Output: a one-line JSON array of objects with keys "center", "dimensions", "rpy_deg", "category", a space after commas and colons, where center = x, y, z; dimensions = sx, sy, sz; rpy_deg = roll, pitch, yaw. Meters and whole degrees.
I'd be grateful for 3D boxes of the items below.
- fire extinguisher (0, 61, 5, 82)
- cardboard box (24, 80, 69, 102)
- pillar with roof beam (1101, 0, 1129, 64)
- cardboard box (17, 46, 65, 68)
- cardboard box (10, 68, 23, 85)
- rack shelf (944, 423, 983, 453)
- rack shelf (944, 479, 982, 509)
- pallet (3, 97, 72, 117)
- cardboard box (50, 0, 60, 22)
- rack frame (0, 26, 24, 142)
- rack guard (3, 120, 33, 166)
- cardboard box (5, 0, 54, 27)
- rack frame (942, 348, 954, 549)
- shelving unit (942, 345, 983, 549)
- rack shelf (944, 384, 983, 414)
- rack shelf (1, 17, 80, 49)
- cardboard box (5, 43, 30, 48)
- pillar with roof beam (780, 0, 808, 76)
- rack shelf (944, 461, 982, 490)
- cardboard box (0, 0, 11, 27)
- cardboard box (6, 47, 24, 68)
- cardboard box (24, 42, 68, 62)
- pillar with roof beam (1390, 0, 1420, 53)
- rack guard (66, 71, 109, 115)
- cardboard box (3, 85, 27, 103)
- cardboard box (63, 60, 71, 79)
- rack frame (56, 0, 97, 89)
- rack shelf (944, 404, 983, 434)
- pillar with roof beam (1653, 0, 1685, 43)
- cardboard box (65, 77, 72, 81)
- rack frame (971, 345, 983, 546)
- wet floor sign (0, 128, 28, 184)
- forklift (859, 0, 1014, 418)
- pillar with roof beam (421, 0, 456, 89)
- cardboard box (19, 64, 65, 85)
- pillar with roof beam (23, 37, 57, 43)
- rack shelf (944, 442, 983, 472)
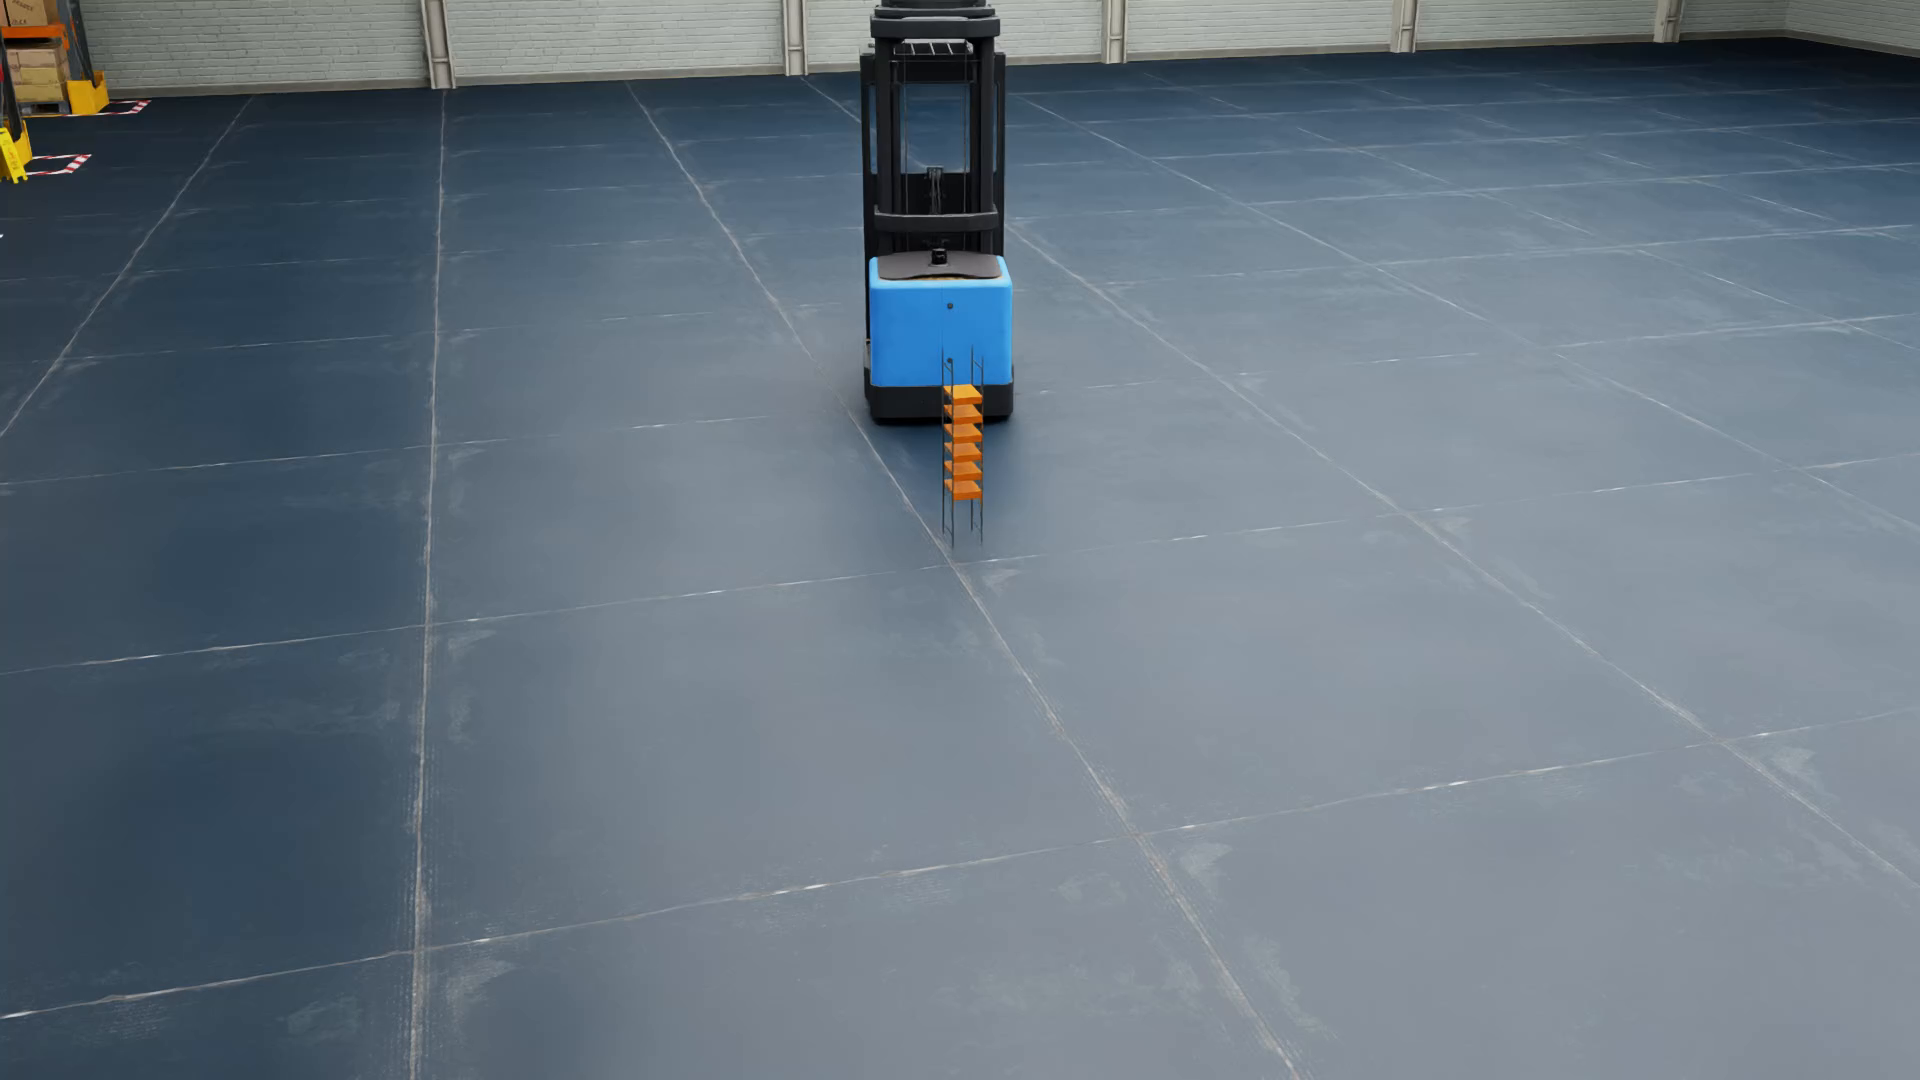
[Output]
[{"center": [-11.980, -6.013, 20.557], "dimensions": [0.183, 0.674, 0.296], "rpy_deg": [-6, 24, -14], "category": "fire extinguisher"}, {"center": [-13.926, -6.855, 25.376], "dimensions": [0.500, 0.250, 0.500], "rpy_deg": [-6, 24, -14], "category": "cardboard box"}, {"center": [4.021, -11.403, 25.413], "dimensions": [0.400, 9.000, 9.100], "rpy_deg": [-6, 24, -14], "category": "pillar with roof beam"}, {"center": [-13.918, -7.317, 25.185], "dimensions": [0.500, 0.250, 0.500], "rpy_deg": [-5, 24, -13], "category": "cardboard box"}, {"center": [-14.429, -7.035, 25.161], "dimensions": [0.500, 0.250, 0.500], "rpy_deg": [-7, 24, -15], "category": "cardboard box"}, {"center": [0.014, -0.622, 9.987], "dimensions": [0.180, 0.103, 0.258], "rpy_deg": [-6, 24, -14], "category": "rack shelf"}, {"center": [0.014, -0.292, 10.129], "dimensions": [0.180, 0.103, 0.258], "rpy_deg": [-6, 24, -14], "category": "rack shelf"}, {"center": [-14.284, -6.717, 25.635], "dimensions": [1.213, 0.211, 1.003], "rpy_deg": [-6, 24, -14], "category": "pallet"}, {"center": [-14.111, -8.194, 25.416], "dimensions": [0.500, 0.500, 0.500], "rpy_deg": [-6, 24, -13], "category": "cardboard box"}, {"center": [-12.215, -6.211, 20.922], "dimensions": [0.127, 3.000, 1.000], "rpy_deg": [-6, 24, -14], "category": "rack frame"}, {"center": [-12.288, -5.054, 21.396], "dimensions": [0.348, 0.500, 1.175], "rpy_deg": [-6, 24, -14], "category": "rack guard"}, {"center": [-13.962, -7.989, 24.938], "dimensions": [0.500, 0.500, 0.500], "rpy_deg": [-7, 24, -16], "category": "cardboard box"}, {"center": [-0.074, -0.543, 9.994], "dimensions": [0.006, 1.200, 0.240], "rpy_deg": [-6, 24, -14], "category": "rack frame"}, {"center": [0.014, -0.553, 10.017], "dimensions": [0.189, 1.200, 0.258], "rpy_deg": [-6, 24, -14], "category": "shelving unit"}, {"center": [0.014, -0.843, 9.893], "dimensions": [0.180, 0.103, 0.258], "rpy_deg": [-6, 24, -14], "category": "rack shelf"}, {"center": [-15.485, -7.552, 24.958], "dimensions": [4.000, 0.370, 1.077], "rpy_deg": [-6, 24, -14], "category": "rack shelf"}, {"center": [-14.553, -7.450, 25.496], "dimensions": [0.500, 0.250, 0.500], "rpy_deg": [-6, 24, -14], "category": "cardboard box"}, {"center": [-1.756, -10.764, 23.924], "dimensions": [0.400, 9.000, 9.100], "rpy_deg": [-6, 24, -14], "category": "pillar with roof beam"}, {"center": [0.014, -0.402, 10.082], "dimensions": [0.180, 0.103, 0.258], "rpy_deg": [-6, 24, -14], "category": "rack shelf"}, {"center": [-14.464, -7.937, 24.818], "dimensions": [0.500, 0.500, 0.500], "rpy_deg": [-6, 24, -13], "category": "cardboard box"}, {"center": [-14.408, -7.260, 25.053], "dimensions": [0.500, 0.250, 0.500], "rpy_deg": [-6, 24, -13], "category": "cardboard box"}, {"center": [-14.073, -7.505, 25.623], "dimensions": [0.500, 0.250, 0.500], "rpy_deg": [-7, 24, -15], "category": "cardboard box"}, {"center": [9.798, -12.042, 26.903], "dimensions": [0.400, 9.000, 9.100], "rpy_deg": [-6, 24, -14], "category": "pillar with roof beam"}, {"center": [-13.536, -6.949, 25.811], "dimensions": [0.348, 0.500, 1.175], "rpy_deg": [-6, 24, -14], "category": "rack guard"}, {"center": [-14.408, -6.805, 25.261], "dimensions": [0.500, 0.250, 0.500], "rpy_deg": [-6, 24, -14], "category": "cardboard box"}, {"center": [-14.068, -7.283, 25.740], "dimensions": [0.500, 0.250, 0.500], "rpy_deg": [-6, 24, -13], "category": "cardboard box"}, {"center": [-13.559, -8.095, 25.313], "dimensions": [0.127, 3.000, 1.000], "rpy_deg": [-6, 24, -14], "category": "rack frame"}, {"center": [0.014, -0.733, 9.940], "dimensions": [0.180, 0.103, 0.258], "rpy_deg": [-6, 24, -14], "category": "rack shelf"}, {"center": [15.575, -12.681, 28.392], "dimensions": [0.400, 9.000, 9.100], "rpy_deg": [-6, 24, -14], "category": "pillar with roof beam"}, {"center": [-14.085, -7.047, 25.823], "dimensions": [0.500, 0.250, 0.500], "rpy_deg": [-6, 24, -14], "category": "cardboard box"}, {"center": [0.102, -0.563, 10.040], "dimensions": [0.006, 1.200, 0.240], "rpy_deg": [-6, 24, -14], "category": "rack frame"}, {"center": [-11.743, -4.743, 20.486], "dimensions": [0.232, 0.644, 0.267], "rpy_deg": [2, 23, 4], "category": "wet floor sign"}, {"center": [-0.218, -2.776, 13.002], "dimensions": [1.130, 2.935, 3.031], "rpy_deg": [-1, 23, -3], "category": "forklift"}, {"center": [-7.533, -10.125, 22.435], "dimensions": [0.400, 9.000, 9.100], "rpy_deg": [-6, 24, -14], "category": "pillar with roof beam"}, {"center": [-13.943, -7.084, 25.276], "dimensions": [0.500, 0.250, 0.500], "rpy_deg": [-7, 24, -15], "category": "cardboard box"}, {"center": [-13.310, -9.486, 20.945], "dimensions": [0.400, 9.000, 9.100], "rpy_deg": [-6, 24, -14], "category": "pillar with roof beam"}, {"center": [0.014, -0.512, 10.035], "dimensions": [0.180, 0.103, 0.258], "rpy_deg": [-6, 24, -14], "category": "rack shelf"}]
